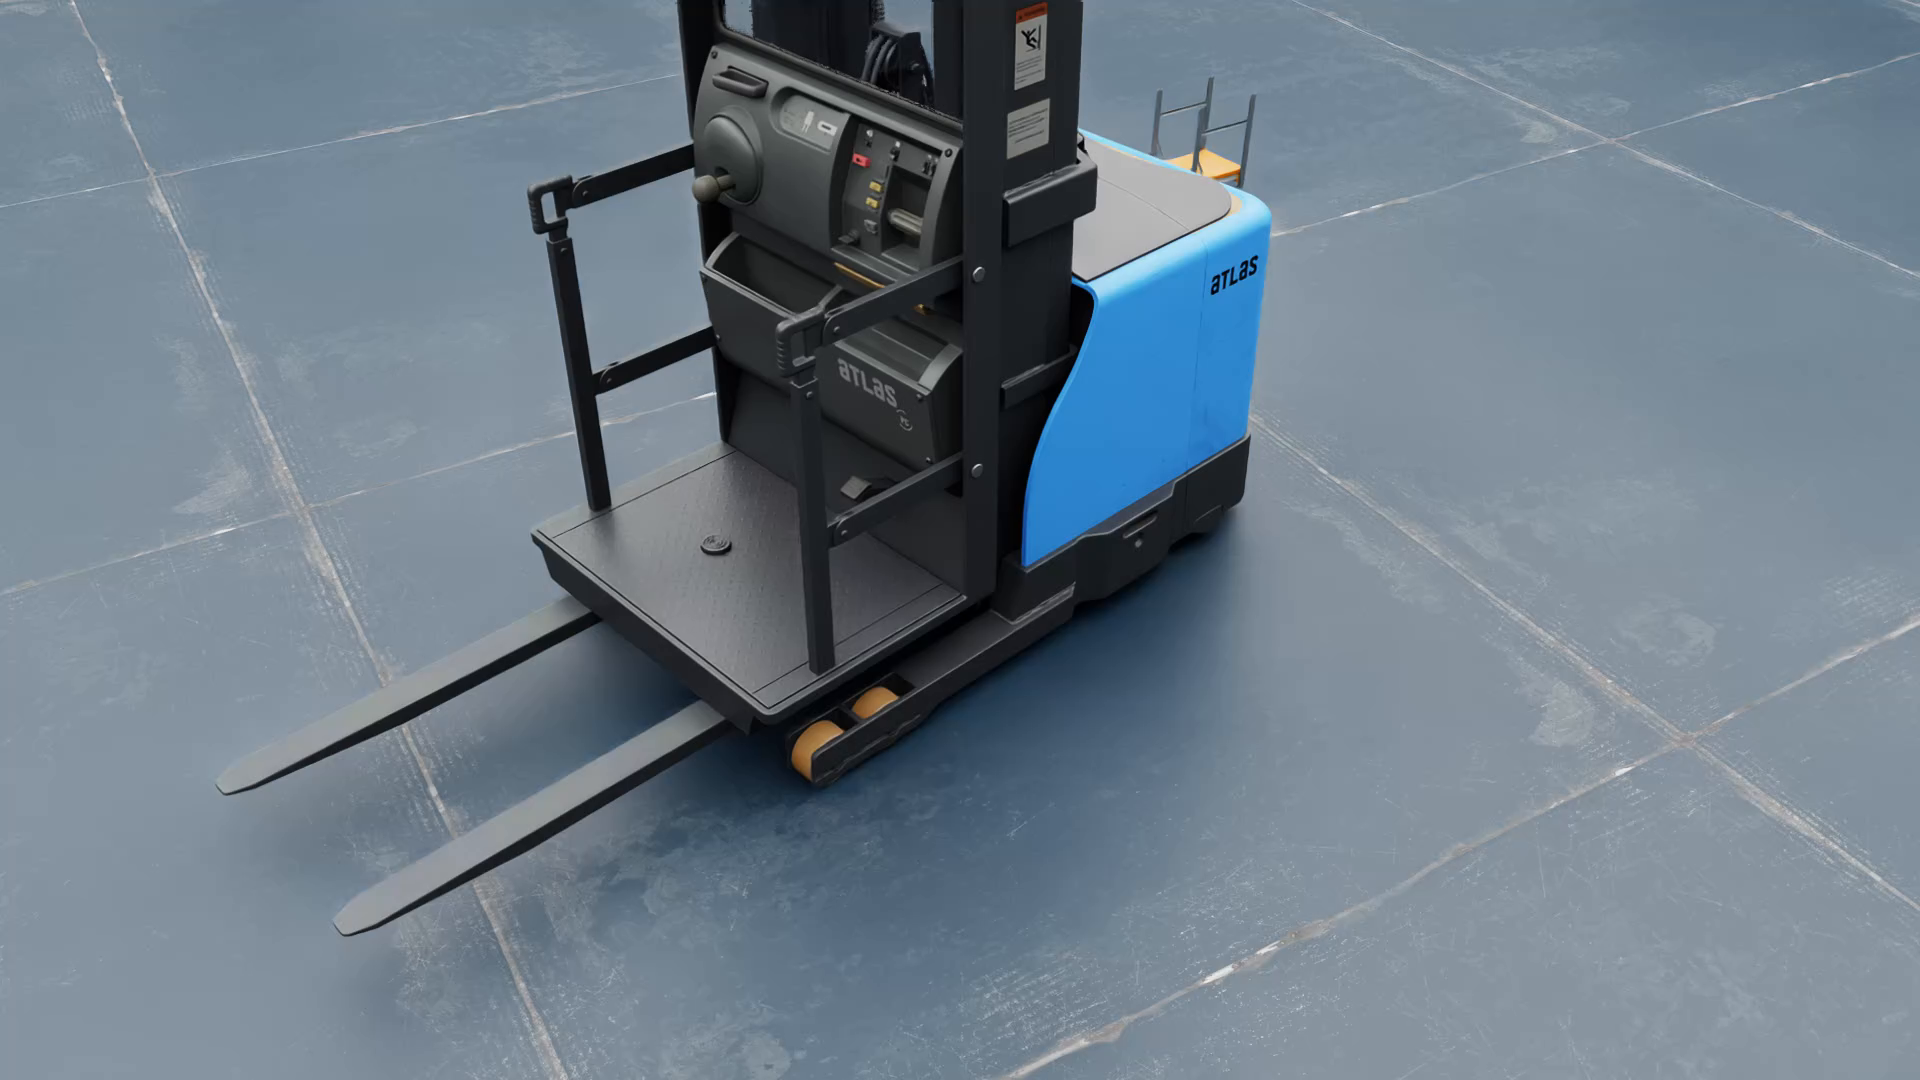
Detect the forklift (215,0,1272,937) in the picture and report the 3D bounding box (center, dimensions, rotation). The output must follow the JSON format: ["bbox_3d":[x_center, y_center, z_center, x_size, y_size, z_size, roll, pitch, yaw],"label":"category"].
[{"bbox_3d":[-0.500,-0.888,3.981,3.031,2.935,1.130,-30,45,-34],"label":"forklift"}]

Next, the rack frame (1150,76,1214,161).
[{"bbox_3d":[0.678,-0.921,5.483,0.240,1.200,0.006,-22,42,-31],"label":"rack frame"}]

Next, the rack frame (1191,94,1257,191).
[{"bbox_3d":[0.789,-0.834,5.367,0.240,1.200,0.006,-22,42,-31],"label":"rack frame"}]

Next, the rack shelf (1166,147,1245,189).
[{"bbox_3d":[0.744,-1.136,5.244,0.258,0.103,0.180,-22,42,-31],"label":"rack shelf"}]

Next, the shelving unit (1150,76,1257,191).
[{"bbox_3d":[0.733,-0.878,5.425,0.258,1.200,0.189,-22,42,-31],"label":"shelving unit"}]
